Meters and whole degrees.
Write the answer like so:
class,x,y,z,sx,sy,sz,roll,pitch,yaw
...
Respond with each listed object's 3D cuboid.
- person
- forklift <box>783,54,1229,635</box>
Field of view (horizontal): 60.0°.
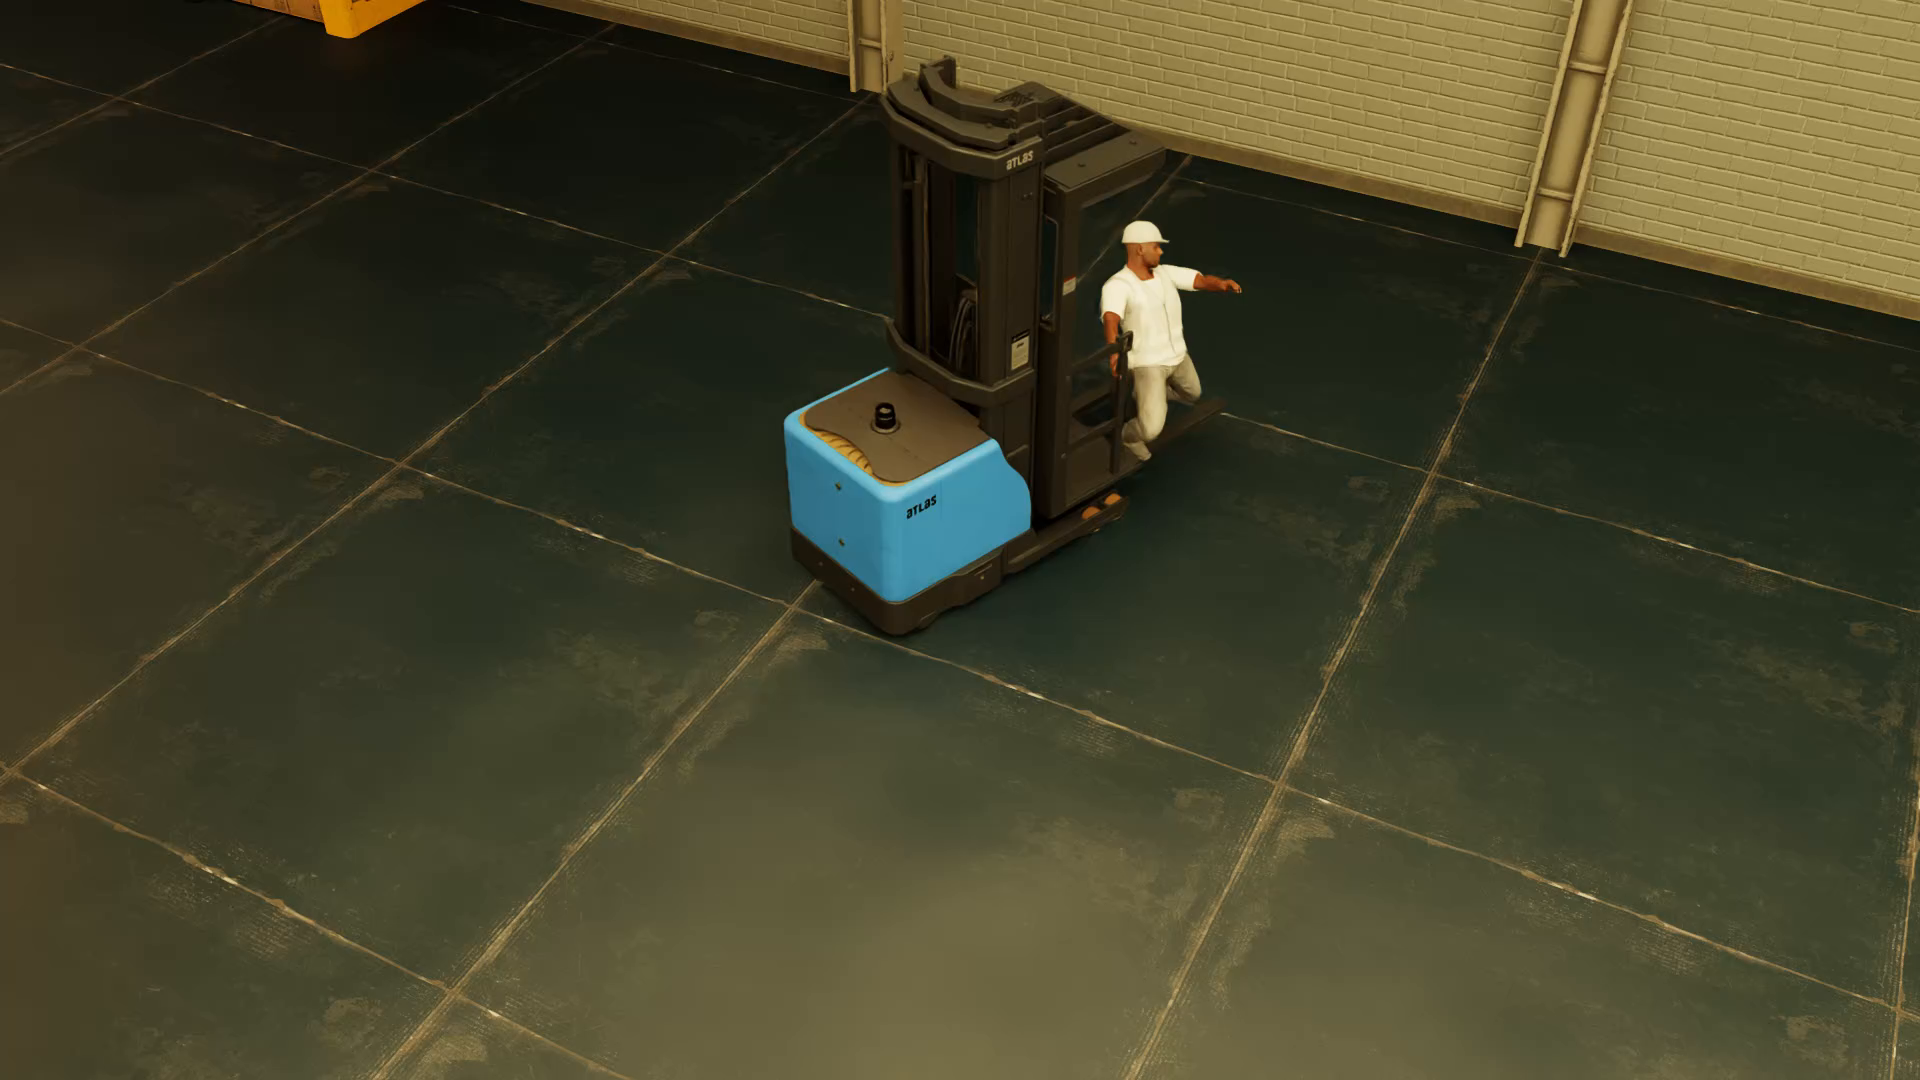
class,x,y,z,sx,sy,sz,roll,pitch,yaw
person,1.164,-1.079,10.247,0.834,1.502,1.065,29,48,30
forklift,0.422,-1.391,9.638,3.031,2.935,1.130,-29,48,-30
